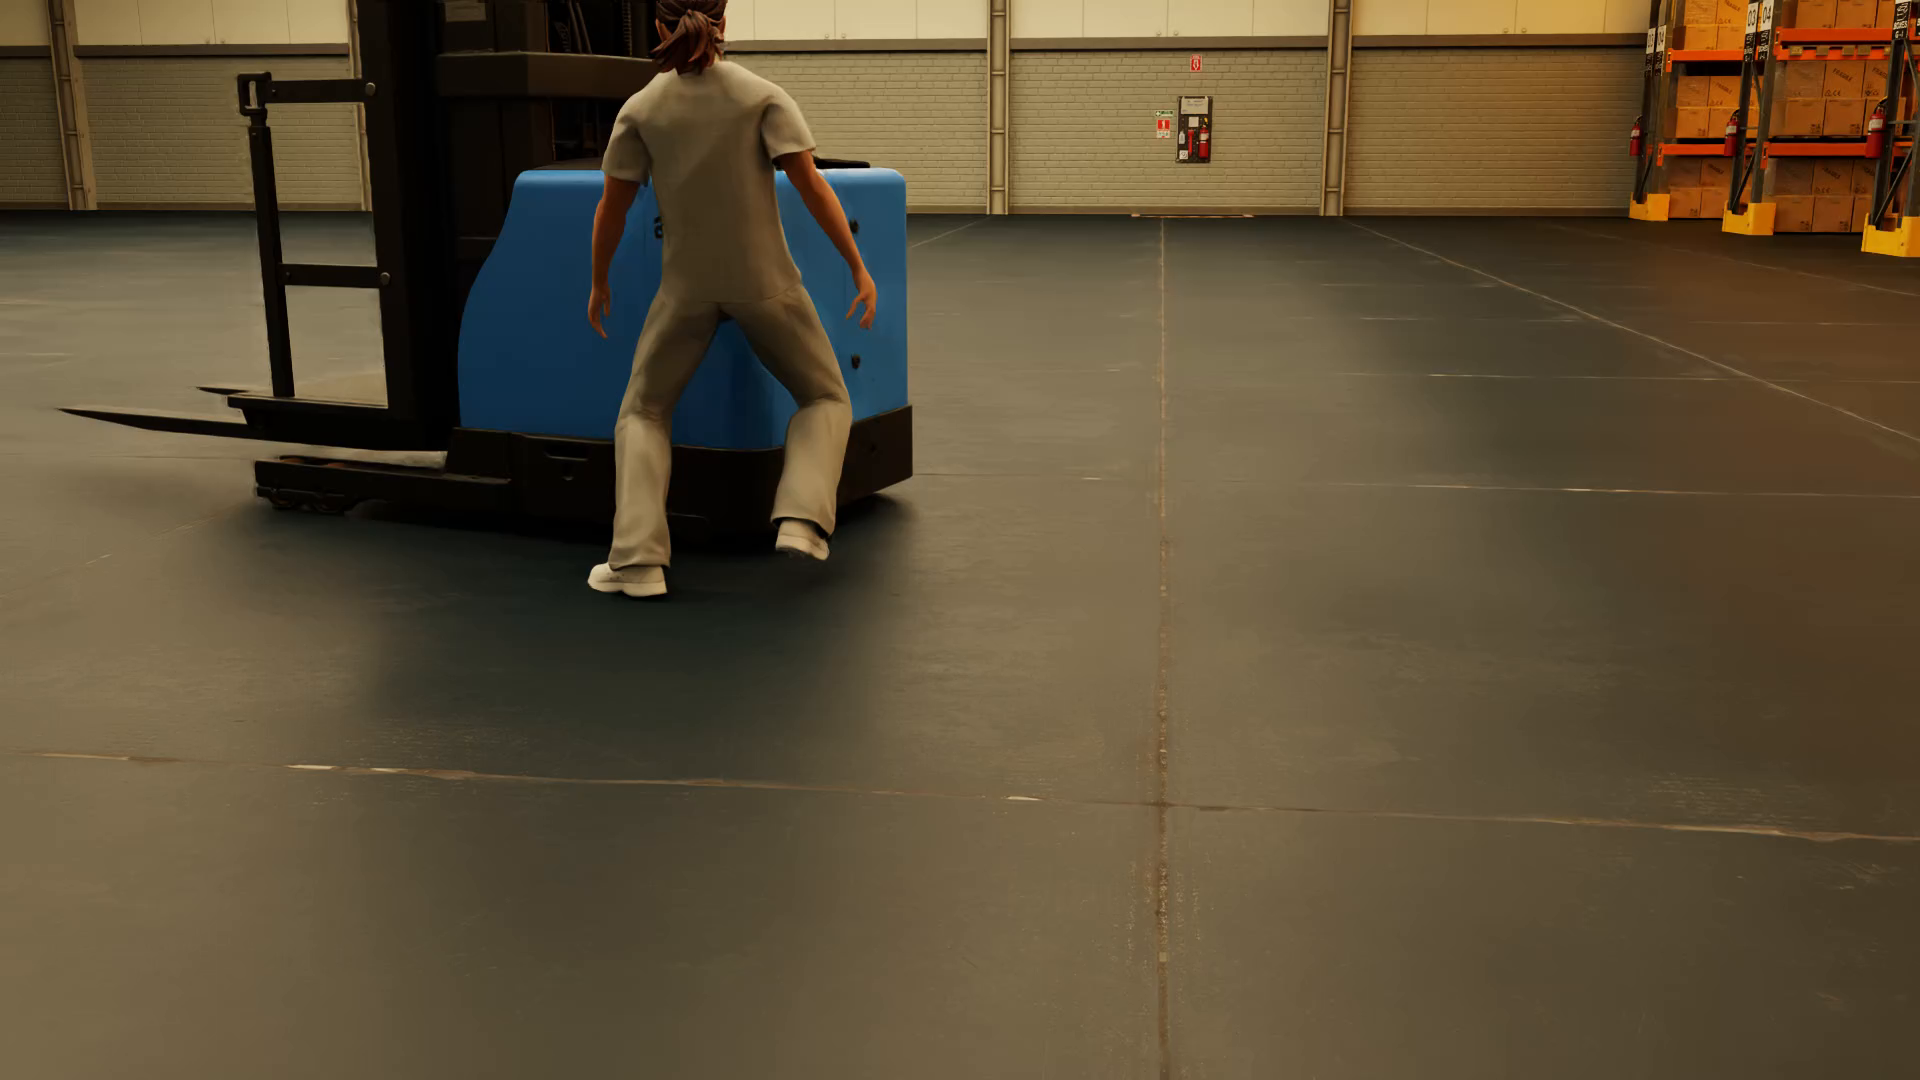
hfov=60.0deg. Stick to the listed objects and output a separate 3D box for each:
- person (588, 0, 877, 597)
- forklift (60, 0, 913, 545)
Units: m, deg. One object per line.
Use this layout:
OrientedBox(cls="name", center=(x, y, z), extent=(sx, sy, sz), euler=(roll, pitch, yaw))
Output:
OrientedBox(cls="person", center=(-0.597, -0.656, 4.300), extent=(0.797, 1.589, 0.494), euler=(2, 13, 7))
OrientedBox(cls="forklift", center=(-1.722, -1.613, 5.409), extent=(3.031, 2.935, 1.130), euler=(6, 14, 23))
